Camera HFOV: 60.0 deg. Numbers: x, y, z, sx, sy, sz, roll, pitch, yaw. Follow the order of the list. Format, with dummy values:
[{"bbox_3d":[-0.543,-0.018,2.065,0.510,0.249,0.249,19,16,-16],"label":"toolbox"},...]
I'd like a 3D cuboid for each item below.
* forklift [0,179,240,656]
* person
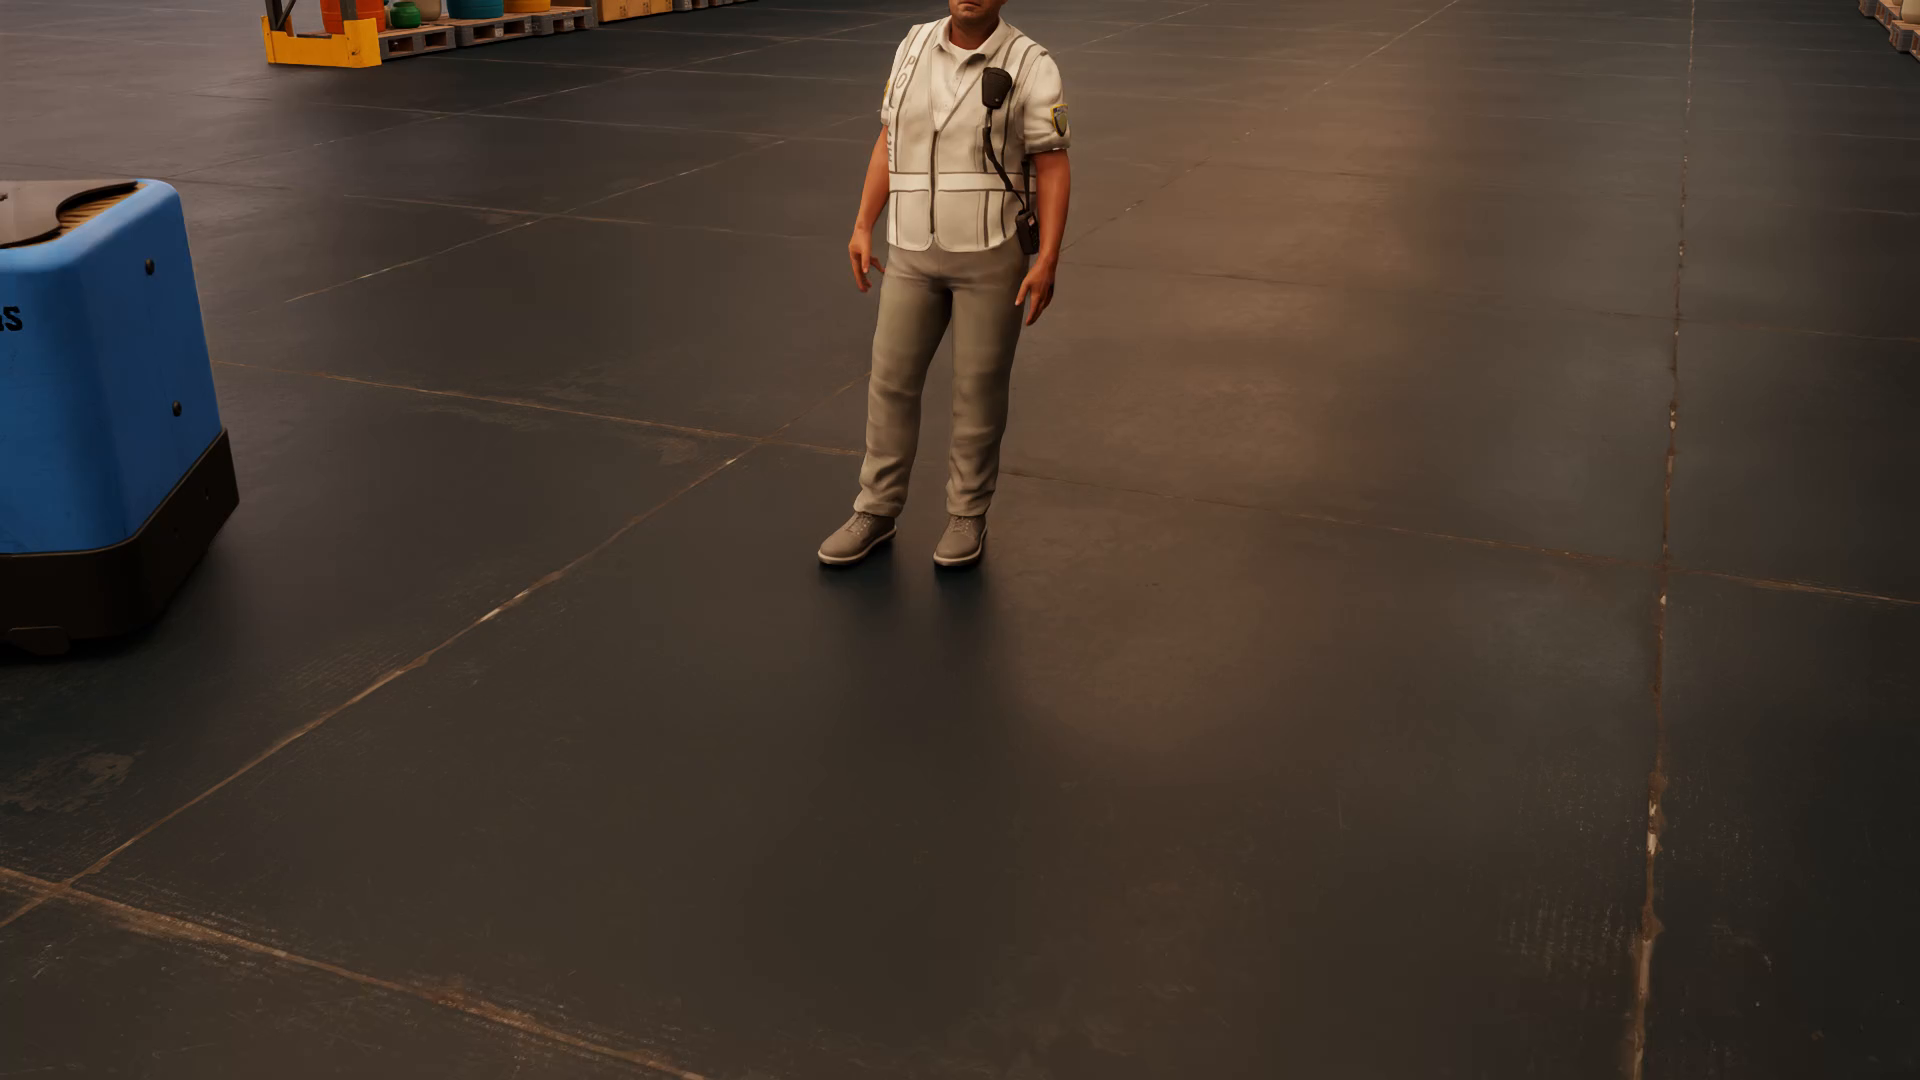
[{"bbox_3d":[-3.691,-1.160,4.068,3.031,2.935,1.130,-3,23,-7],"label":"forklift"},{"bbox_3d":[-0.041,-0.803,4.685,0.640,1.781,0.575,9,24,21],"label":"person"}]
